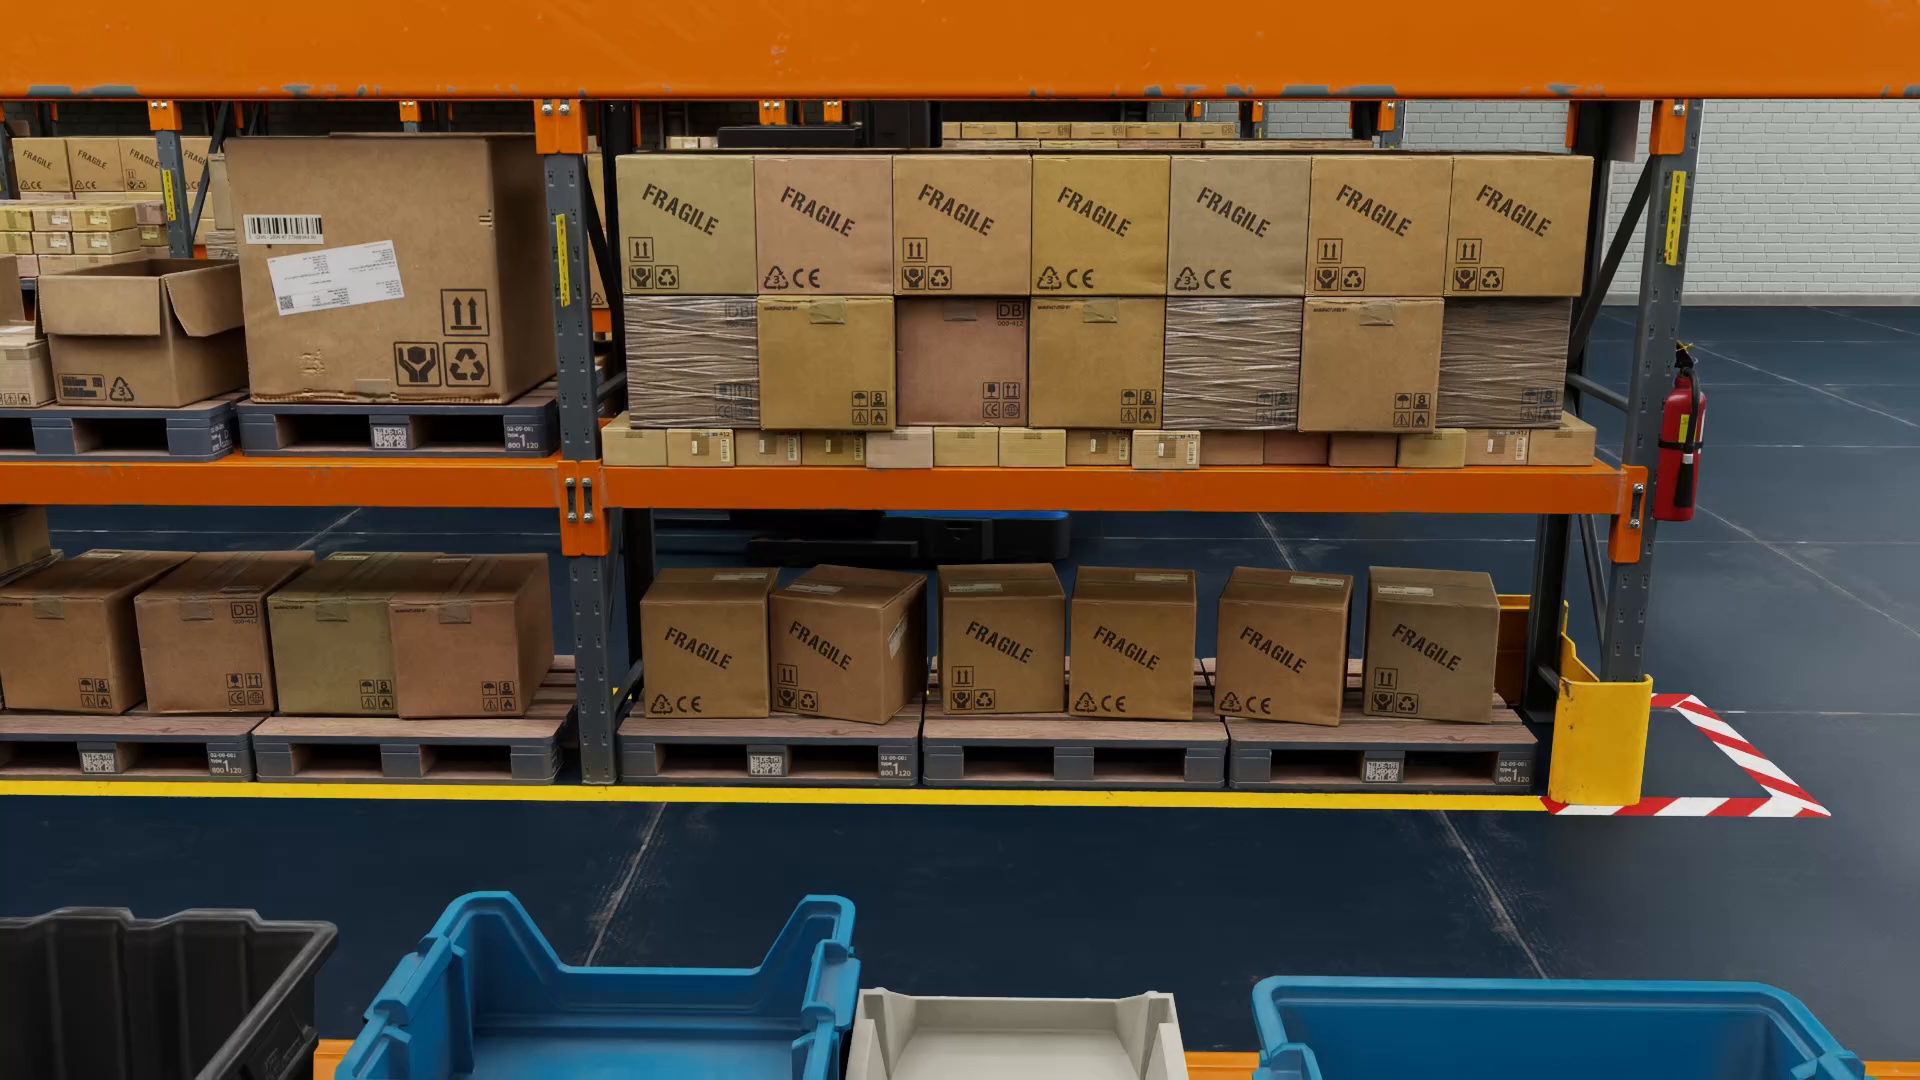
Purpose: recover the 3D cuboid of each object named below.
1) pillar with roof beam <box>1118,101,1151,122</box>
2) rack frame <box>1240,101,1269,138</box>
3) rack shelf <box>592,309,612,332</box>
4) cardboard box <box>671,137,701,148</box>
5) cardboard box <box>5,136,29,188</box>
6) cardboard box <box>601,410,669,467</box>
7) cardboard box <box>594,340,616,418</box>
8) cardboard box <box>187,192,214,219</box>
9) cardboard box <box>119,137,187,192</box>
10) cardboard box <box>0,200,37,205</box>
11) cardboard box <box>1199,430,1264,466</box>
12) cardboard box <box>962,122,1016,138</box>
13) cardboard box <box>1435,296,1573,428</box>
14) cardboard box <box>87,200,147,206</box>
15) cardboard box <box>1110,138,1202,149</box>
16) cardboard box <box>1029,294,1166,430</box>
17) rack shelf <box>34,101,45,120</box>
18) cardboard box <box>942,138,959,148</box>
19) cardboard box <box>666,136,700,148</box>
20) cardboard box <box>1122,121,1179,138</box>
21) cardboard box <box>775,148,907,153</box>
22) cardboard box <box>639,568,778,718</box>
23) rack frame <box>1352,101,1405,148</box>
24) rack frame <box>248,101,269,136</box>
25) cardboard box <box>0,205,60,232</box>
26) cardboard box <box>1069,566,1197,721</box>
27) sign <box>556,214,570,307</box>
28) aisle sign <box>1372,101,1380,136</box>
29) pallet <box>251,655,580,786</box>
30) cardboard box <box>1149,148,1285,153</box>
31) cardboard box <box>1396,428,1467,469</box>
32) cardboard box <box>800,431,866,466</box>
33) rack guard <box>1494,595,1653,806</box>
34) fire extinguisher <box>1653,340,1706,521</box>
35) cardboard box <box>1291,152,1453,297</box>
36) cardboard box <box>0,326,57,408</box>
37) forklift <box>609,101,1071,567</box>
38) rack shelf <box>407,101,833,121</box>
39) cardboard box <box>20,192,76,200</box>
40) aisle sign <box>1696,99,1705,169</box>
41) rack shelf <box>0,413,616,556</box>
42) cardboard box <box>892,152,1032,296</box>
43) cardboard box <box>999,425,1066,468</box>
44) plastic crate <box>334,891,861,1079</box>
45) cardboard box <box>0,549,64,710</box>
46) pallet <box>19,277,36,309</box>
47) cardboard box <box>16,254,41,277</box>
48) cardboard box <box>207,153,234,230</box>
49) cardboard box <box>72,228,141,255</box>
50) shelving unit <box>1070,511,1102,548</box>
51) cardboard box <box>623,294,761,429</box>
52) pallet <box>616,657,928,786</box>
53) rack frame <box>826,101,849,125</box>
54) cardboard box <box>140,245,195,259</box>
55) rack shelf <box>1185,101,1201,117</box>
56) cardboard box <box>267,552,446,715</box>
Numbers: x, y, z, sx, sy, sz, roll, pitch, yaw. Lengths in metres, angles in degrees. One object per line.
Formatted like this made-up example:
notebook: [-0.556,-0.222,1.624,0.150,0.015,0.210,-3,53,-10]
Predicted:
pillar with roof beam: [2.162,-6.401,16.960,0.400,9.000,9.100,0,15,1]
rack frame: [2.822,-3.098,16.201,0.127,3.000,1.000,0,15,1]
rack shelf: [-3.201,-1.526,11.653,4.000,0.370,1.077,0,15,1]
cardboard box: [-2.608,-3.775,15.894,0.250,0.149,0.380,0,15,-1]
cardboard box: [-9.644,-3.772,16.602,0.500,0.500,0.500,0,15,2]
cardboard box: [-1.223,-0.397,6.456,0.250,0.149,0.380,0,15,1]
cardboard box: [-2.789,-0.964,11.701,0.750,0.750,1.050,0,15,1]
cardboard box: [-7.210,-3.261,16.134,0.500,0.250,0.500,0,15,0]
cardboard box: [-7.731,-3.631,16.067,0.500,0.500,0.500,0,15,0]
cardboard box: [-6.707,-2.315,11.739,0.250,0.149,0.380,1,15,4]
cardboard box: [1.029,-0.402,6.476,0.250,0.149,0.380,0,15,1]
cardboard box: [0.269,-3.722,15.828,0.500,0.500,0.700,0,15,0]
cardboard box: [2.020,-0.773,6.611,0.500,0.500,0.875,0,15,1]
cardboard box: [-5.927,-2.309,11.716,0.250,0.149,0.380,0,15,0]
cardboard box: [1.318,-2.460,11.373,0.550,0.550,0.875,0,15,1]
cardboard box: [0.519,-0.766,6.585,0.500,0.500,0.875,0,15,1]
rack shelf: [-11.173,-4.291,16.255,4.000,0.370,1.077,0,15,1]
cardboard box: [-0.281,-2.470,11.412,0.550,0.550,0.875,0,15,1]
cardboard box: [-2.726,-3.907,16.393,0.250,0.149,0.380,1,15,5]
cardboard box: [1.800,-3.726,15.844,0.500,0.500,0.700,1,15,2]
cardboard box: [-0.473,-1.336,6.786,0.500,0.500,0.500,0,15,1]
cardboard box: [-1.031,0.422,6.937,0.500,0.500,0.500,0,15,0]
rack frame: [2.797,-1.835,11.413,0.127,3.000,1.000,0,15,1]
rack frame: [-9.051,-4.442,21.295,0.127,3.000,1.000,0,15,1]
cardboard box: [-6.215,-2.146,11.097,0.250,0.149,0.380,1,15,3]
cardboard box: [0.721,0.423,6.934,0.500,0.500,0.500,2,15,7]
sign: [-1.440,-1.015,6.036,0.005,0.325,0.100,0,15,1]
aisle sign: [2.875,-3.168,11.370,0.004,0.787,0.394,0,15,1]
pallet: [-2.208,0.747,7.094,1.213,0.211,1.003,0,15,1]
cardboard box: [1.027,-1.327,6.750,0.500,0.500,0.500,0,15,1]
cardboard box: [1.778,-0.388,6.424,0.250,0.149,0.380,0,15,1]
cardboard box: [-0.472,-0.398,6.461,0.250,0.149,0.380,0,15,1]
rack guard: [2.493,0.638,6.942,0.348,0.500,1.175,0,15,1]
fire extinguisher: [2.672,-0.415,6.183,0.183,0.674,0.296,0,15,1]
cardboard box: [1.513,-1.188,6.225,0.500,0.500,0.500,0,15,1]
cardboard box: [-3.759,-0.683,6.521,0.500,0.250,0.500,0,15,0]
forklift: [-0.842,-1.394,9.880,3.031,2.935,1.130,1,15,4]
rack shelf: [-3.176,-4.239,16.058,4.000,0.370,1.077,0,15,1]
cardboard box: [-8.741,-3.270,16.169,0.500,0.250,0.500,0,15,0]
aisle sign: [2.623,-1.750,5.998,0.004,0.787,0.394,0,15,1]
rack shelf: [-3.429,-0.262,6.861,4.000,0.370,1.077,0,15,1]
cardboard box: [0.013,-1.198,6.261,0.500,0.500,0.500,0,15,1]
cardboard box: [0.277,-0.390,6.432,0.250,0.149,0.380,0,15,1]
plastic crate: [-0.443,0.677,2.187,0.616,0.251,0.499,0,15,1]
cardboard box: [-4.203,0.373,7.083,0.500,0.500,0.700,-1,15,-3]
pallet: [-5.916,-1.771,11.550,1.003,0.211,1.213,0,15,1]
cardboard box: [-6.211,-1.858,11.171,0.250,0.149,0.380,1,15,2]
cardboard box: [-4.752,-2.413,11.450,0.500,0.500,0.700,0,15,1]
cardboard box: [-5.706,-1.999,11.124,0.250,0.149,0.380,1,15,3]
shelving unit: [0.779,-0.563,10.121,0.189,1.200,0.258,1,15,4]
cardboard box: [-0.982,-0.770,6.599,0.500,0.500,0.875,0,15,1]
pallet: [-0.758,0.747,7.094,1.213,0.211,1.003,0,15,1]
rack frame: [-1.177,-3.124,16.299,0.127,3.000,1.000,0,15,1]
cardboard box: [-5.643,-2.023,11.796,0.250,0.149,0.380,0,15,1]
rack shelf: [0.946,-5.479,20.757,4.000,0.370,1.077,0,15,1]
cardboard box: [-2.519,0.382,7.049,0.500,0.500,0.700,0,15,1]
